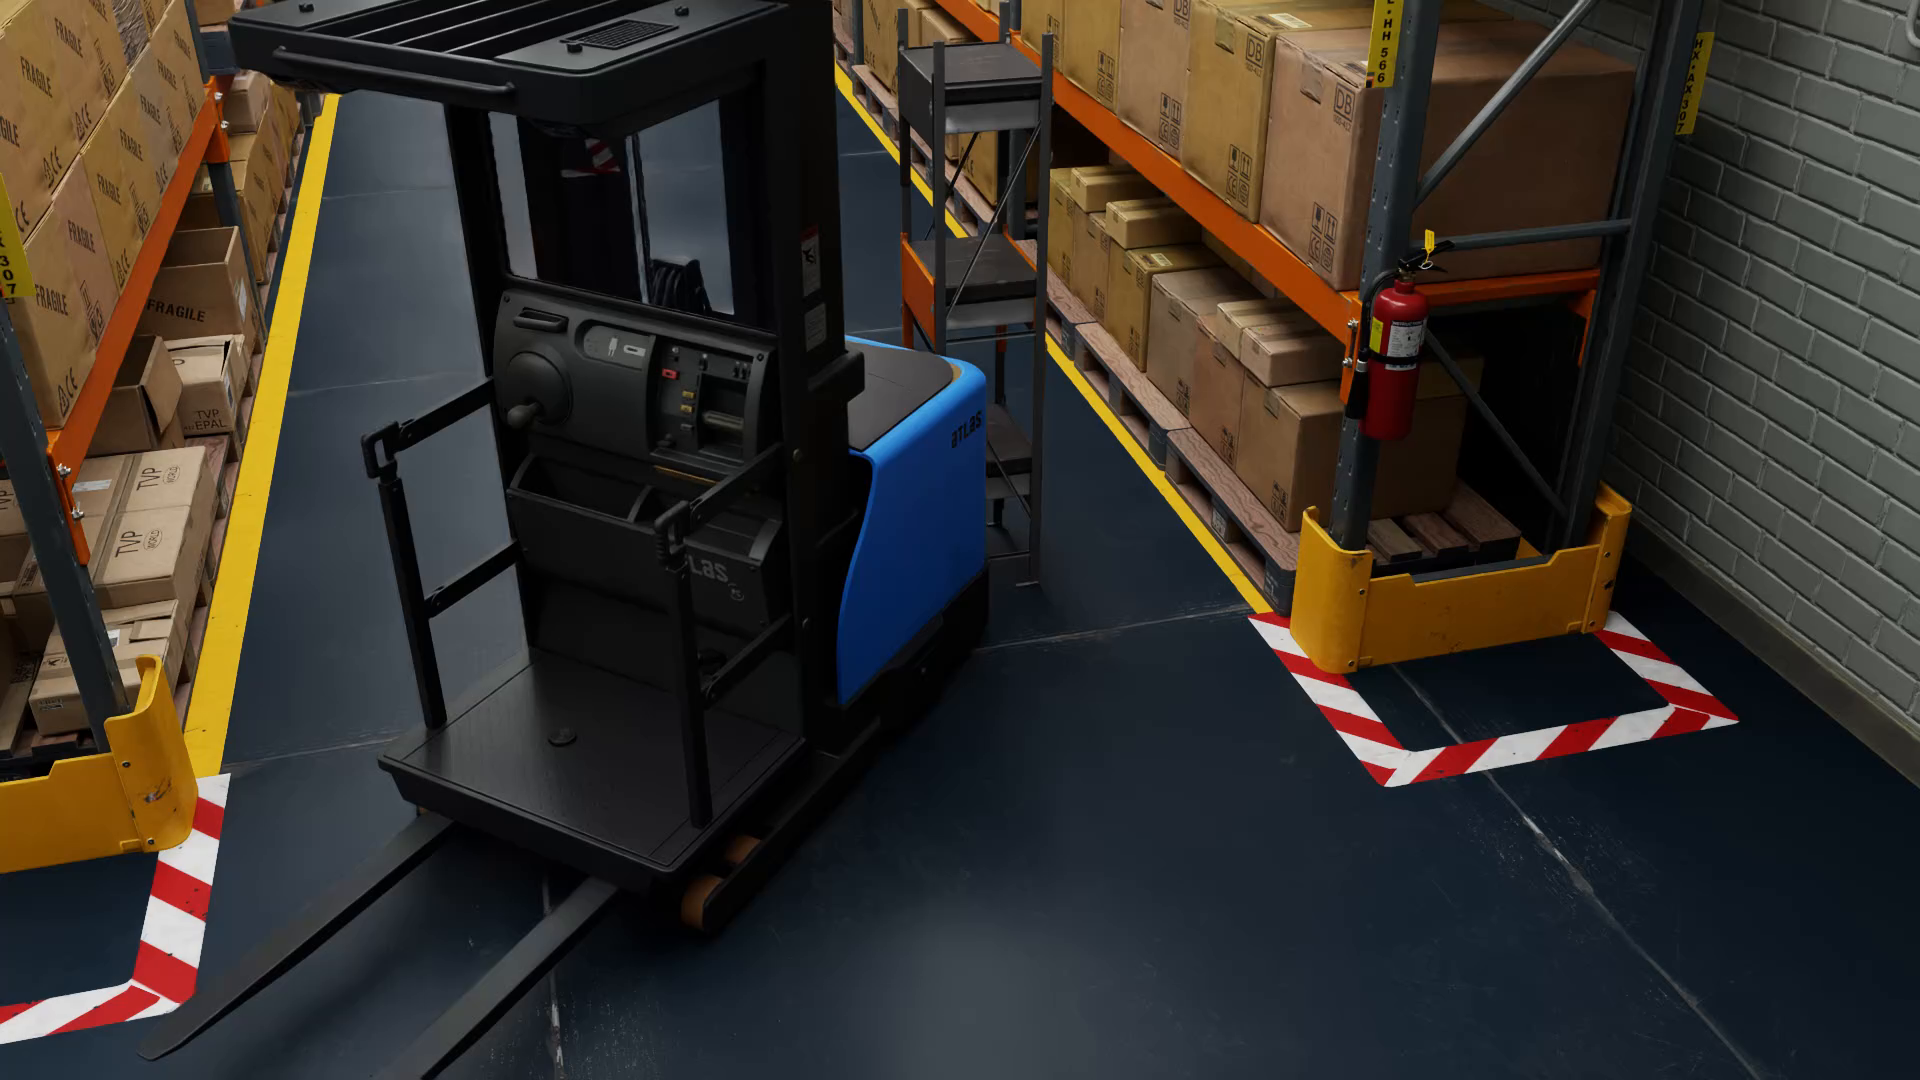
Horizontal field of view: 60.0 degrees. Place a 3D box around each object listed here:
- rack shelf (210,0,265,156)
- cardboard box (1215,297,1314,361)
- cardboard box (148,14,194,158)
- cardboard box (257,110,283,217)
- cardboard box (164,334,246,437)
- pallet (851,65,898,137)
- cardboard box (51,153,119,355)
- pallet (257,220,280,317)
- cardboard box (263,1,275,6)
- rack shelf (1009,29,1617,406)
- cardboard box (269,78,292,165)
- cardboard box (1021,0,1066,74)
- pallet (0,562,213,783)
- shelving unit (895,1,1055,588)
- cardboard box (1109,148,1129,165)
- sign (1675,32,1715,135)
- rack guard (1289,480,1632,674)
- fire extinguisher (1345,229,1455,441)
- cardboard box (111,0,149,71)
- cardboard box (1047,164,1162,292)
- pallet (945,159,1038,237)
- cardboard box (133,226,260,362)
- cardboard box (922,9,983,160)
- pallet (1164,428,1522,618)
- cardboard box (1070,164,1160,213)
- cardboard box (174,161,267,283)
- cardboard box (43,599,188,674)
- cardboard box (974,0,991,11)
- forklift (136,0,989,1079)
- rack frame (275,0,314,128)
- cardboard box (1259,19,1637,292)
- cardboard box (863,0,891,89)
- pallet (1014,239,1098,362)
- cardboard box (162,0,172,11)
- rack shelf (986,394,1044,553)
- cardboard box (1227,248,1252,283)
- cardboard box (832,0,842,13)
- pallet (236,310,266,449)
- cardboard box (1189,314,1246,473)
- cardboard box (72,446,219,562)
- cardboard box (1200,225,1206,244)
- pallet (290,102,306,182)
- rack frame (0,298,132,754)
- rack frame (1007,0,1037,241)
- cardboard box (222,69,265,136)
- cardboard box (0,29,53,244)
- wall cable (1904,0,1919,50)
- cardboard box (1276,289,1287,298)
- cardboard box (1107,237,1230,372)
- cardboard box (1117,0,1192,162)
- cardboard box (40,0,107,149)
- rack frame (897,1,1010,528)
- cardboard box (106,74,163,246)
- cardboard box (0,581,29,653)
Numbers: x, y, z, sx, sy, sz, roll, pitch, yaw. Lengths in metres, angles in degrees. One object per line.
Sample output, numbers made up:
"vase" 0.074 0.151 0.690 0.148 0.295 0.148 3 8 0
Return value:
"rack shelf" -4.560 -2.910 9.502 1.077 0.370 4.000 -8 31 -13
"cardboard box" 1.247 -0.851 6.654 0.380 0.149 0.250 -7 31 -12
"cardboard box" -3.510 -1.843 6.840 0.500 0.500 0.500 -7 31 -12
"cardboard box" -4.200 -2.129 9.490 0.500 0.500 0.500 -7 31 -13
"cardboard box" -3.405 -0.683 7.180 0.500 0.311 0.500 -8 31 -13
"pallet" -0.179 -3.250 12.155 1.003 0.211 1.213 -8 31 -13
"cardboard box" -2.973 -0.865 5.150 0.500 0.500 0.500 -8 31 -14
"pallet" -4.281 -1.437 9.021 1.003 0.211 1.213 -8 31 -13
"cardboard box" -4.946 -3.714 11.938 0.500 0.311 0.500 -7 31 -12
"rack shelf" 1.277 -1.639 7.305 1.077 0.370 4.000 -8 31 -13
"cardboard box" -4.479 -2.626 10.348 0.500 0.500 0.500 -9 31 -15
"cardboard box" 0.875 -2.782 8.262 0.980 0.700 0.700 -7 31 -13
"pallet" -3.200 0.462 5.742 1.003 0.211 1.213 -8 31 -13
"shelving unit" 0.044 -0.829 6.086 0.431 2.100 0.503 -8 31 -13
"cardboard box" 0.999 -2.018 8.671 0.380 0.149 0.250 -8 31 -14
"sign" 2.345 -1.464 5.342 0.100 0.325 0.005 -8 31 -13
"rack guard" 1.814 0.109 6.062 1.175 0.500 0.348 -8 31 -13
"fire extinguisher" 1.403 -0.655 5.337 0.296 0.674 0.183 -8 31 -13
"cardboard box" -3.373 -2.031 6.167 0.500 0.500 0.500 -8 31 -13
"cardboard box" 0.846 -1.641 8.667 0.700 0.500 0.500 -7 31 -13
"pallet" 0.469 -2.072 10.119 1.003 0.211 1.213 -8 31 -13
"cardboard box" -3.604 -1.127 7.758 0.500 0.500 0.500 -8 31 -13
"cardboard box" 0.210 -2.893 10.481 0.750 0.750 0.750 -7 31 -12
"pallet" 1.520 -0.153 6.804 1.003 0.211 1.213 -8 31 -13
"cardboard box" 0.761 -1.732 8.177 0.380 0.149 0.250 -7 31 -12
"cardboard box" -3.922 -1.630 8.628 0.500 0.500 0.500 -9 31 -16
"cardboard box" -2.813 0.343 5.552 0.380 0.166 0.250 -8 31 -13
"cardboard box" 0.294 -3.060 9.274 0.380 0.149 0.250 -7 31 -12
"forklift" -1.034 -0.398 4.511 1.130 2.935 3.031 15 33 24
"rack frame" -5.090 -4.188 10.990 1.000 3.000 0.127 -8 31 -13
"cardboard box" 1.663 -1.359 5.804 0.980 0.700 0.700 -6 31 -11
"cardboard box" -0.247 -3.727 11.921 0.750 0.750 0.750 -8 31 -14
"pallet" 0.873 -1.332 8.840 1.003 0.211 1.213 -8 31 -13
"cardboard box" -3.645 -2.522 7.015 0.500 0.500 0.500 -8 31 -13
"rack shelf" 0.044 -0.211 6.443 0.431 0.518 0.480 -8 31 -13
"cardboard box" 1.414 -1.268 7.375 0.380 0.149 0.250 -8 31 -13
"cardboard box" -0.741 -4.798 14.101 0.700 0.500 0.500 -8 31 -14
"pallet" -3.847 -0.717 7.778 1.003 0.211 1.213 -8 31 -13
"cardboard box" 1.393 -0.651 6.956 0.700 0.500 0.500 -8 31 -13
"cardboard box" -3.103 -0.107 6.247 0.500 0.250 0.500 -8 31 -13
"cardboard box" 1.277 -1.515 7.801 0.380 0.149 0.250 -8 31 -13
"pallet" -4.929 -2.615 11.057 1.003 0.211 1.213 -8 31 -13
"rack frame" -2.967 -0.324 4.315 1.000 3.000 0.127 -8 31 -13
"rack frame" 0.746 -2.916 8.794 1.000 3.000 0.127 -8 31 -13
"cardboard box" -4.188 -2.438 9.275 0.500 0.250 0.500 -8 31 -13
"cardboard box" -2.831 -1.049 4.470 0.500 0.500 0.500 -7 31 -12
"wall cable" 3.060 -0.931 4.350 0.084 1.984 1.851 -8 31 -13
"cardboard box" 1.551 -1.021 6.949 0.380 0.149 0.250 -8 31 -13
"cardboard box" 1.110 -1.150 7.818 0.700 0.500 0.500 -7 31 -12
"cardboard box" 1.266 -2.078 7.047 0.980 0.700 0.700 -9 31 -16
"cardboard box" -3.105 -1.543 5.323 0.500 0.500 0.500 -7 31 -13
"rack frame" -0.021 -0.947 6.289 0.400 2.100 0.015 -8 31 -13
"cardboard box" -3.234 -1.349 5.987 0.500 0.500 0.500 -7 31 -13
"cardboard box" -3.370 0.275 5.670 0.380 0.166 0.250 -8 31 -13
